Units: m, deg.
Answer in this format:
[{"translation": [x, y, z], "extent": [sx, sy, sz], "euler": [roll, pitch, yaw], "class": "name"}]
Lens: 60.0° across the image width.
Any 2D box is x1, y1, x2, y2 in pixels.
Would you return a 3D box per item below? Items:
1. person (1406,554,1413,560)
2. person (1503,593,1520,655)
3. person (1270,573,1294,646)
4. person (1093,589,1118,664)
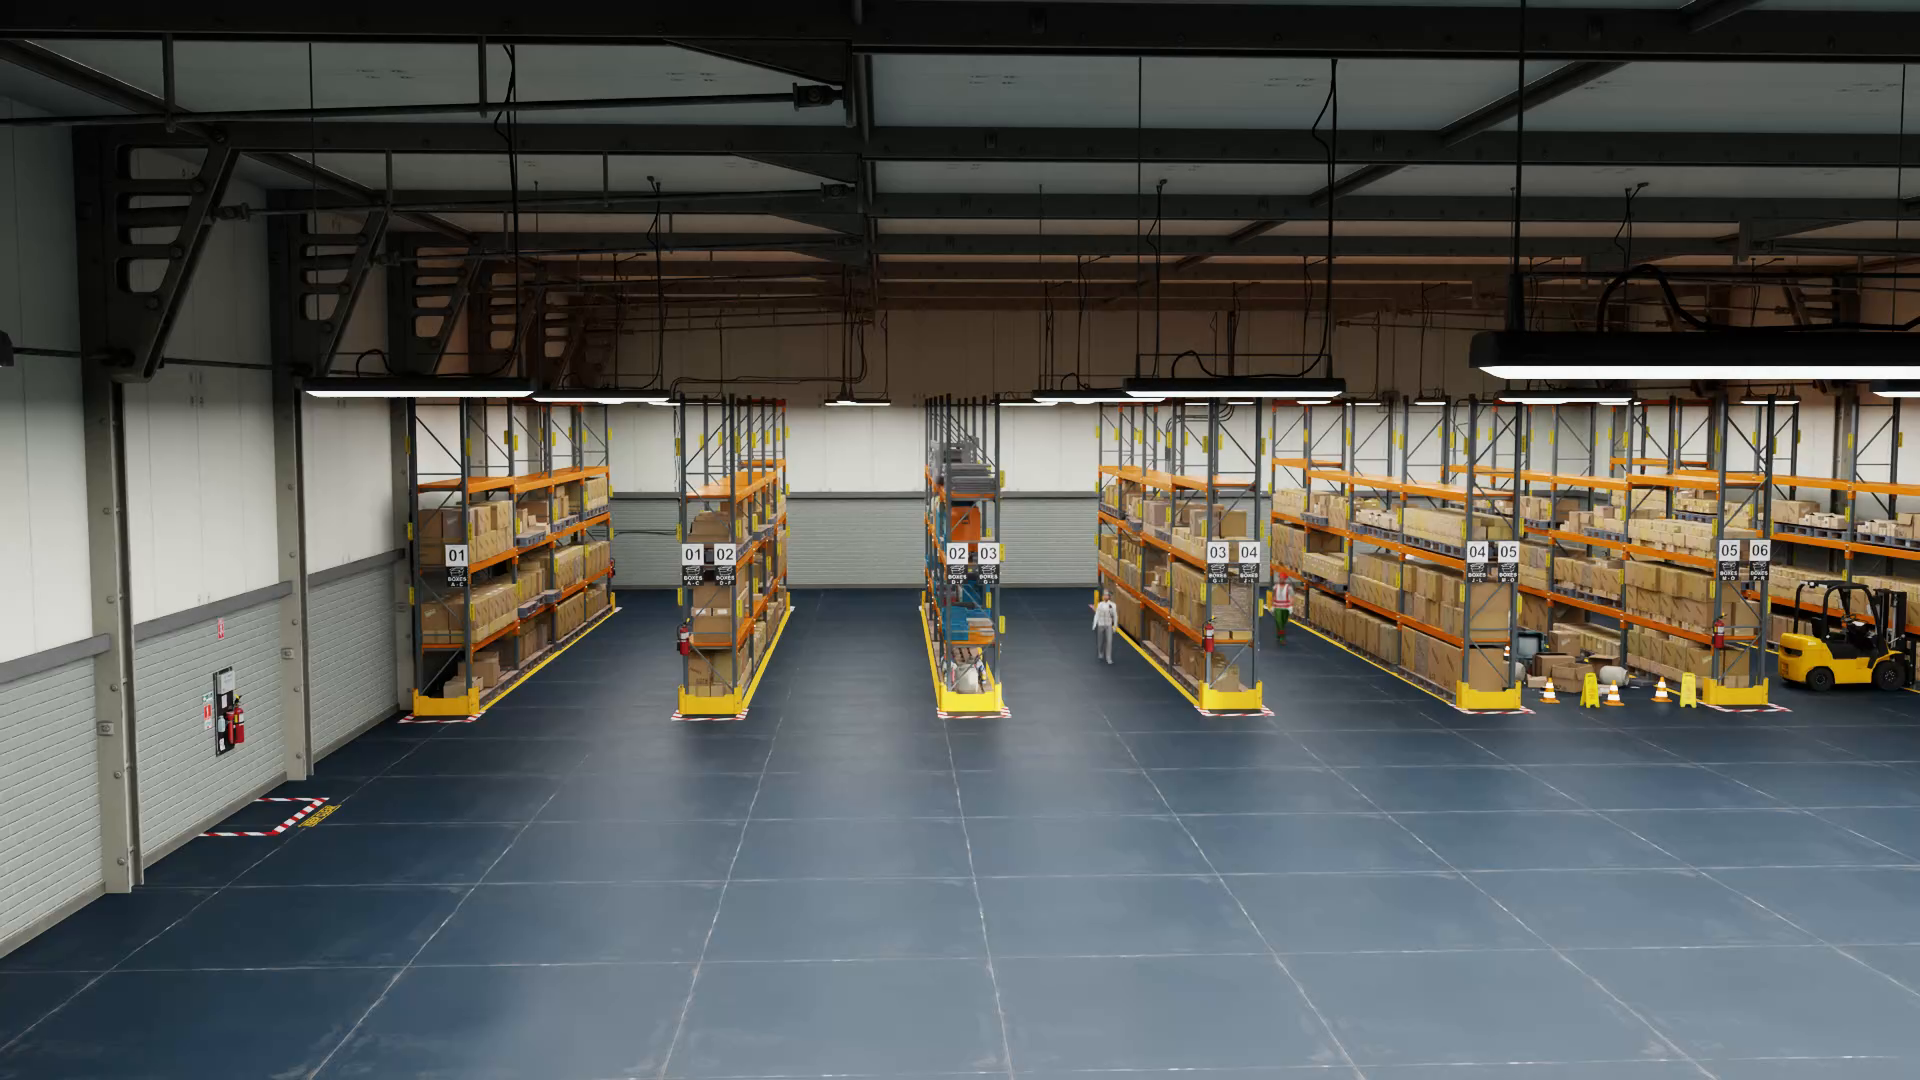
[{"translation": [12.169, 1.266, 45.315], "extent": [0.478, 1.776, 0.581], "euler": [0, 5, 1], "class": "person"}, {"translation": [12.708, 1.806, 38.405], "extent": [0.442, 1.787, 0.620], "euler": [2, 5, 20], "class": "person"}, {"translation": [7.815, 1.656, 40.179], "extent": [0.507, 1.732, 1.055], "euler": [0, 5, -5], "class": "person"}, {"translation": [3.281, 1.925, 37.544], "extent": [0.581, 1.642, 0.948], "euler": [0, 5, 0], "class": "person"}]
